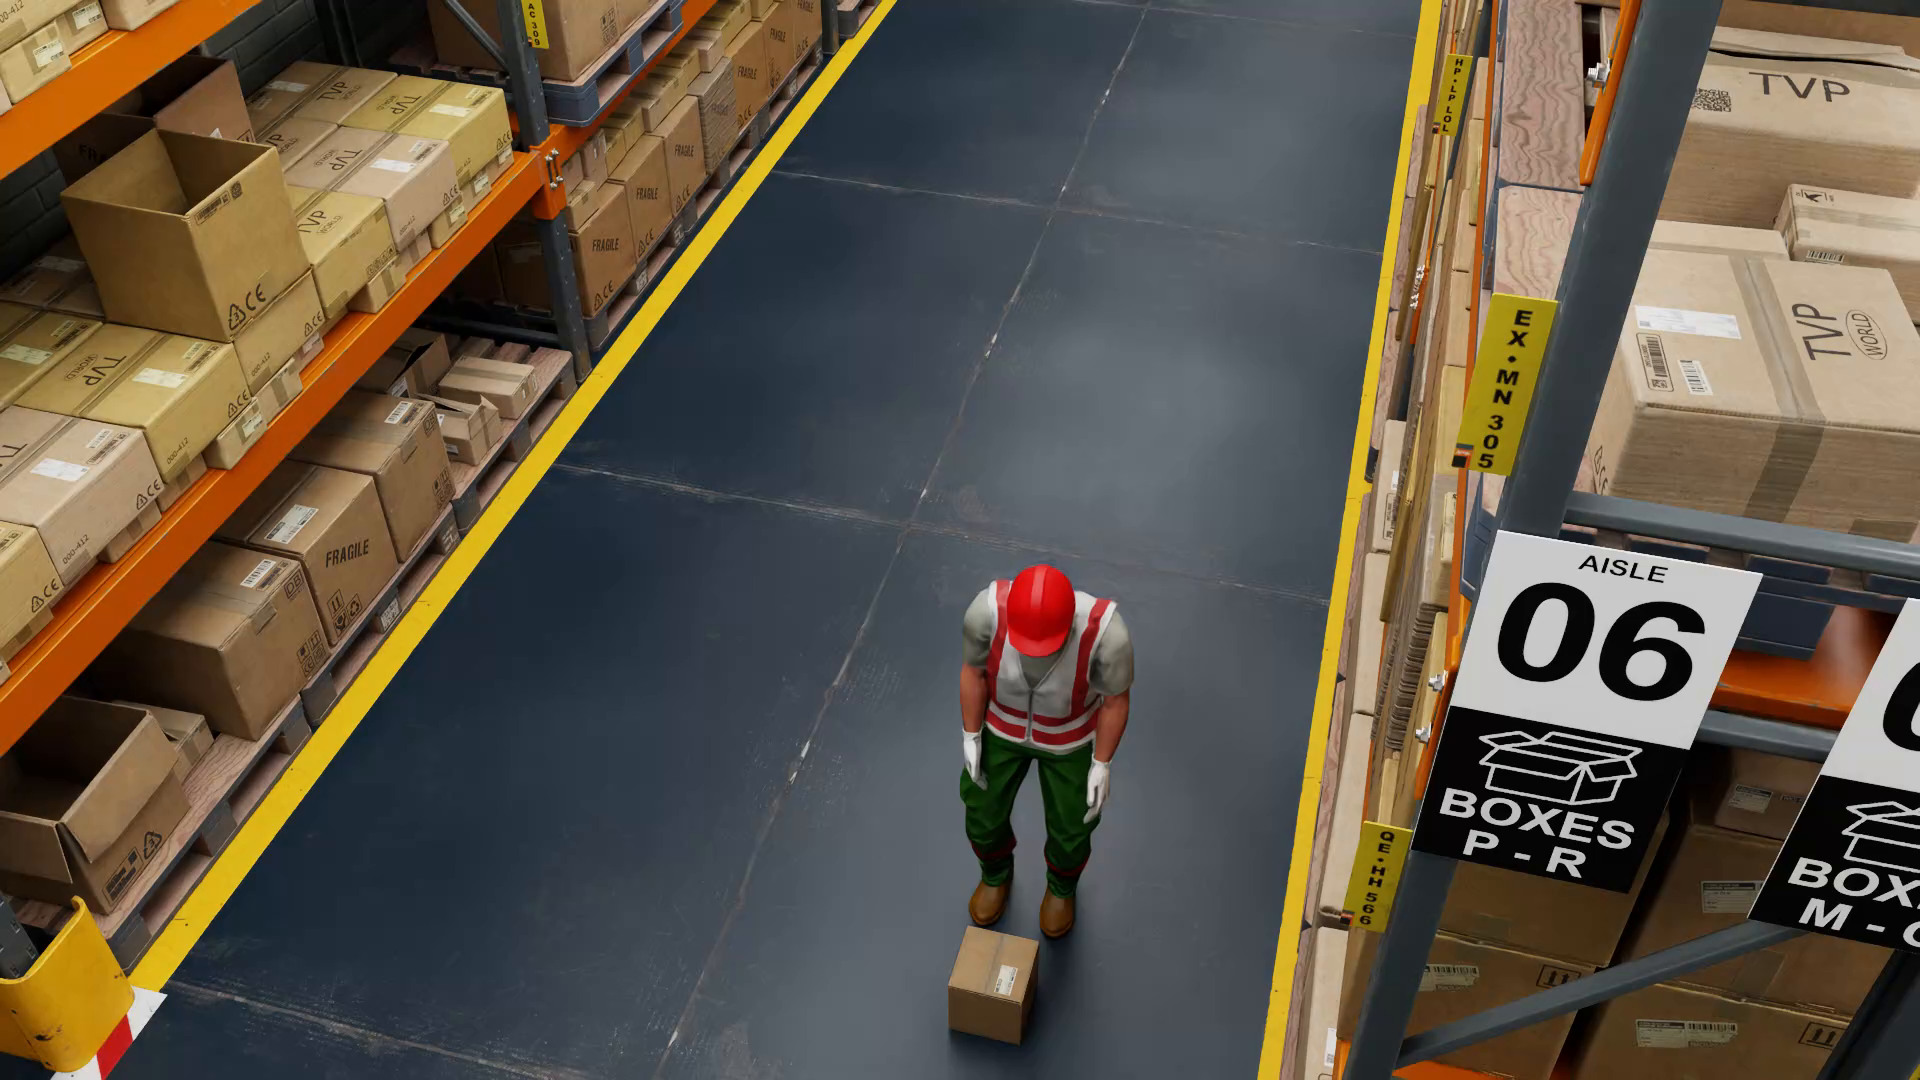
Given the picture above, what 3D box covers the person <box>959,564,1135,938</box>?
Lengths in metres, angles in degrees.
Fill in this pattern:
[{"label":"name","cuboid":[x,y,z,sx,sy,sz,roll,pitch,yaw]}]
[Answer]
[{"label":"person","cuboid":[0.266,0.669,5.432,0.554,1.699,0.516,11,42,12]}]
